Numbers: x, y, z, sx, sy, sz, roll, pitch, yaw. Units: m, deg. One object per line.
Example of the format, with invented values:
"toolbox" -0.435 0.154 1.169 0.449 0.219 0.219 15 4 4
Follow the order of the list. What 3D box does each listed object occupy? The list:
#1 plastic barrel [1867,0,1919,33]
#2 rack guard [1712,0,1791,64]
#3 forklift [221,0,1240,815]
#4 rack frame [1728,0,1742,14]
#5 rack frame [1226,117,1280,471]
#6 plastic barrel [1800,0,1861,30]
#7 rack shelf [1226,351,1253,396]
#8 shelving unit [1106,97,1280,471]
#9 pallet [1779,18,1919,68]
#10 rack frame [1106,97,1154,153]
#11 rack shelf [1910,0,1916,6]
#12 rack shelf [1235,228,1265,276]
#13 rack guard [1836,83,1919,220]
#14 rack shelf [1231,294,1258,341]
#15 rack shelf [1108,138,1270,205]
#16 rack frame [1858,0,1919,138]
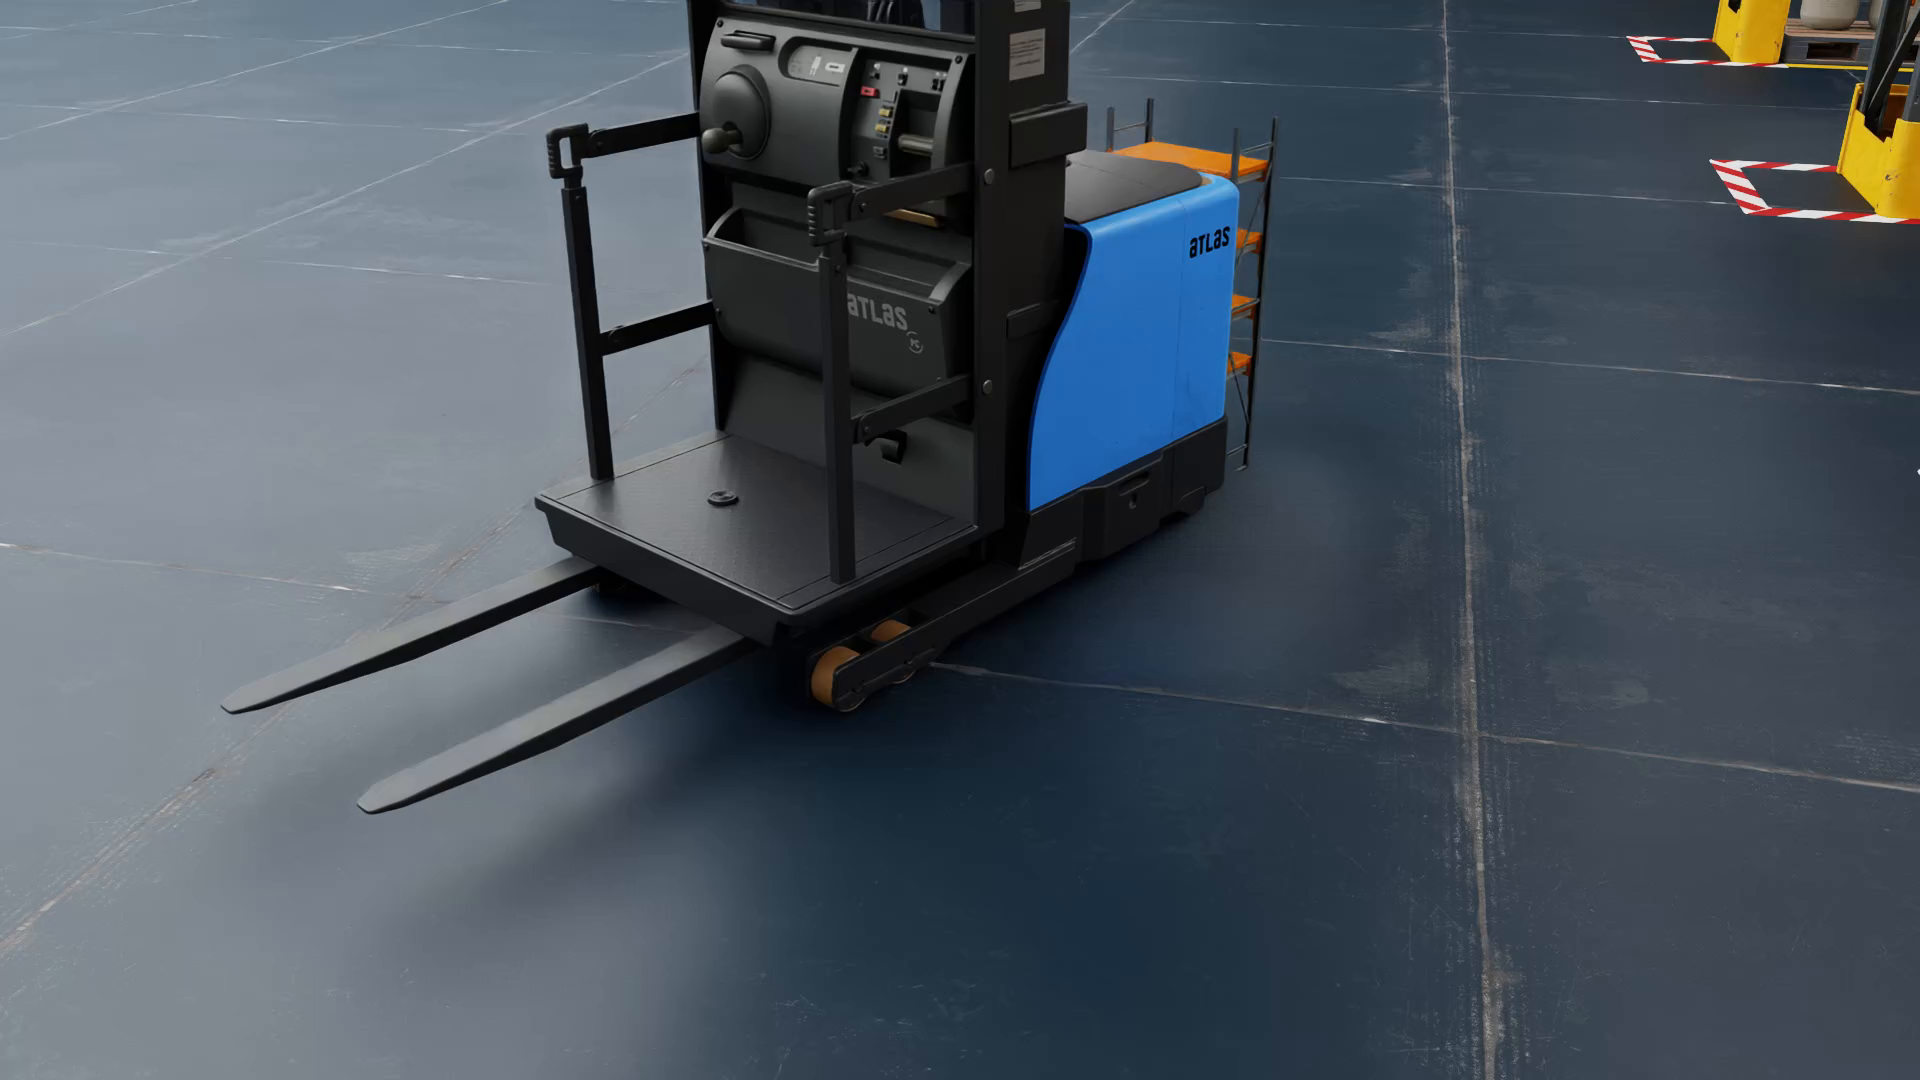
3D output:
"plastic barrel" 7.519 -4.343 13.288 0.421 0.512 0.421 0 25 0
"rack guard" 6.463 -4.252 13.598 0.348 0.500 1.175 6 26 13
"forklift" -0.487 -1.124 4.201 1.130 2.935 3.031 21 33 37
"rack frame" 6.377 -5.369 13.037 0.127 3.000 1.000 6 26 13
"rack frame" 0.925 -0.762 5.453 0.015 1.200 0.240 21 32 37
"plastic barrel" 7.034 -4.396 13.400 0.421 0.512 0.421 0 25 0
"rack shelf" 0.742 -0.592 5.712 0.480 0.148 0.258 21 32 37
"shelving unit" 0.743 -0.832 5.599 0.503 1.200 0.258 21 32 37
"pallet" 7.248 -4.032 13.473 1.213 0.211 1.003 6 26 13
"rack frame" 0.561 -0.902 5.746 0.015 1.200 0.240 21 32 37
"rack shelf" 7.081 -2.768 8.411 4.000 0.370 1.077 6 26 13
"rack shelf" 0.744 -0.974 5.533 0.480 0.148 0.258 21 32 37
"rack guard" 5.217 -2.170 9.226 0.348 0.500 1.175 6 26 13
"rack shelf" 0.743 -0.771 5.628 0.480 0.148 0.258 21 32 37
"rack shelf" 0.746 -1.188 5.433 0.480 0.148 0.258 21 32 37
"rack frame" 5.144 -3.307 8.706 0.127 3.000 1.000 6 26 13
